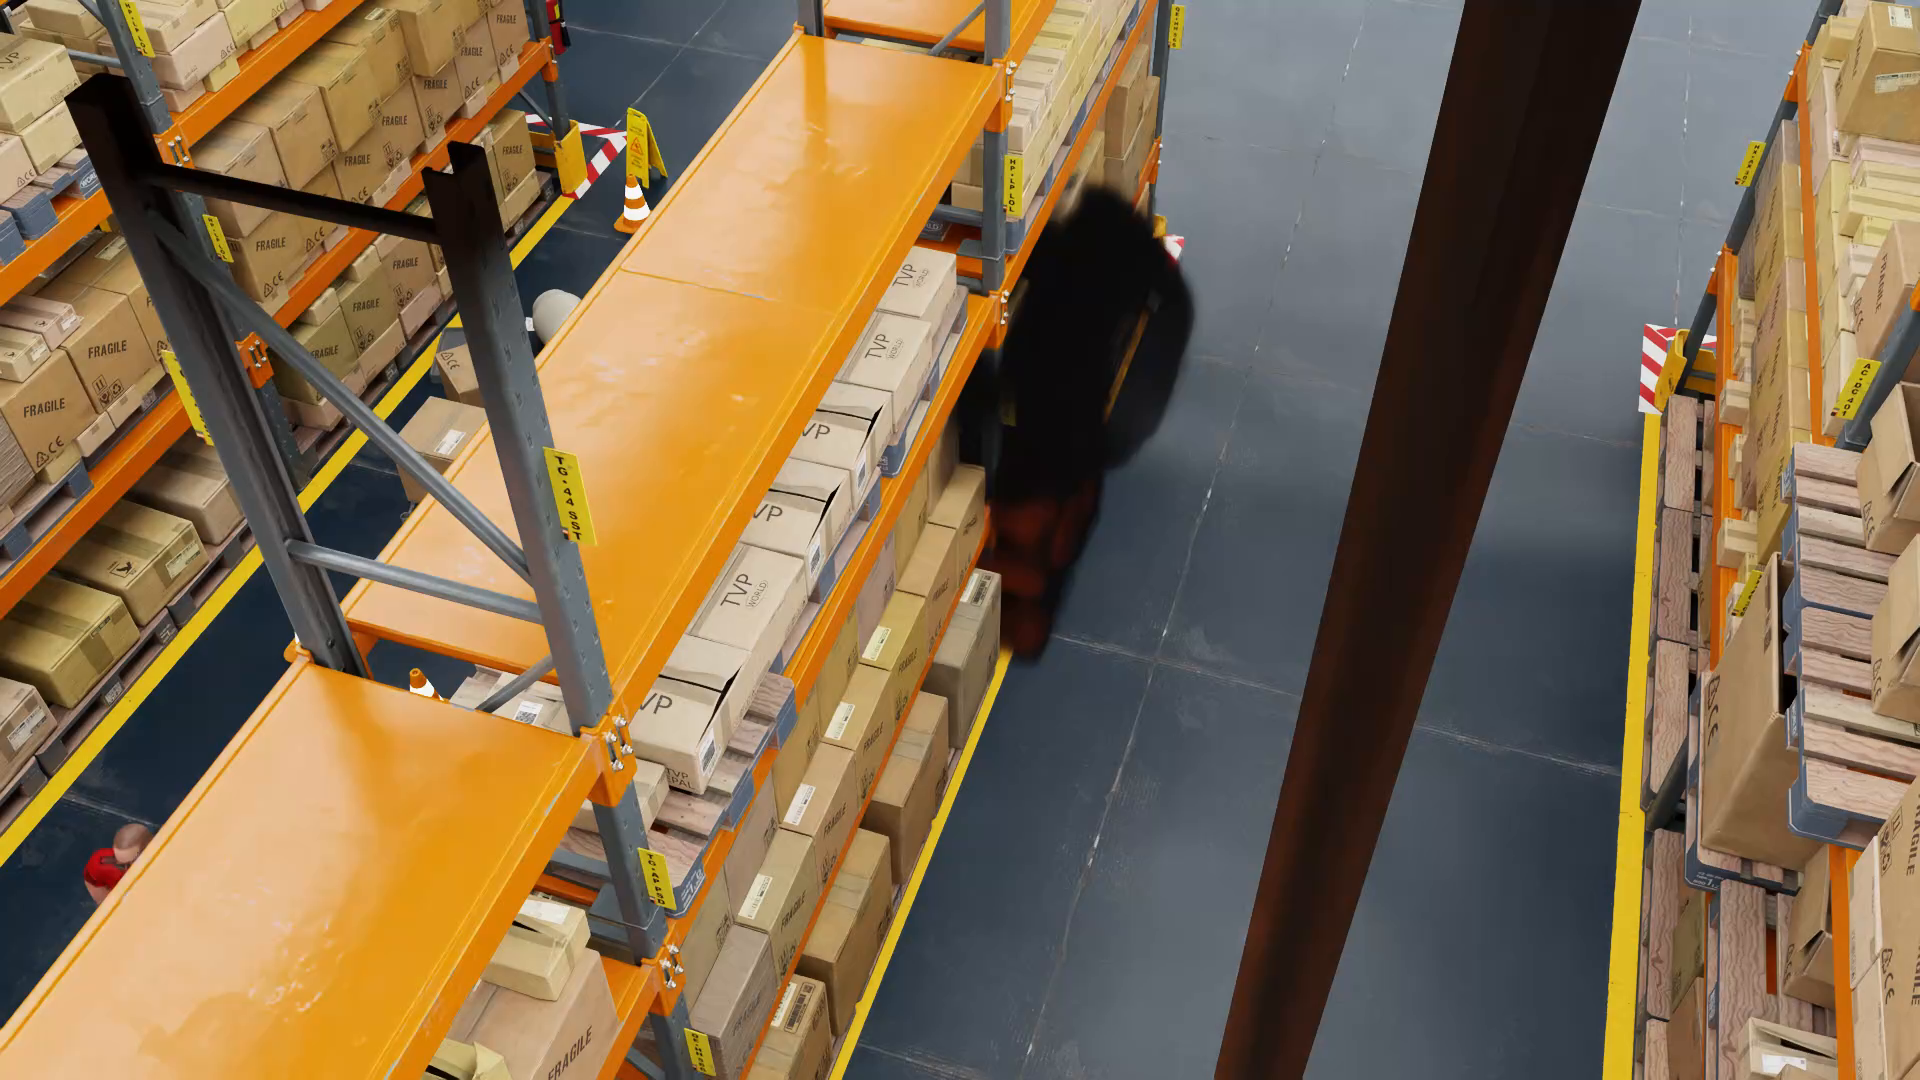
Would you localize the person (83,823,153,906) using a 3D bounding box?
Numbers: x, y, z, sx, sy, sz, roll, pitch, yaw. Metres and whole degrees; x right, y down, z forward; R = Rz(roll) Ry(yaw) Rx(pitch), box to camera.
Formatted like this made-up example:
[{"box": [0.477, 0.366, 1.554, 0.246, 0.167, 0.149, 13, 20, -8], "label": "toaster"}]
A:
[{"box": [-3.816, 1.806, 8.212, 0.704, 1.679, 0.611, -1, 46, -1], "label": "person"}]
